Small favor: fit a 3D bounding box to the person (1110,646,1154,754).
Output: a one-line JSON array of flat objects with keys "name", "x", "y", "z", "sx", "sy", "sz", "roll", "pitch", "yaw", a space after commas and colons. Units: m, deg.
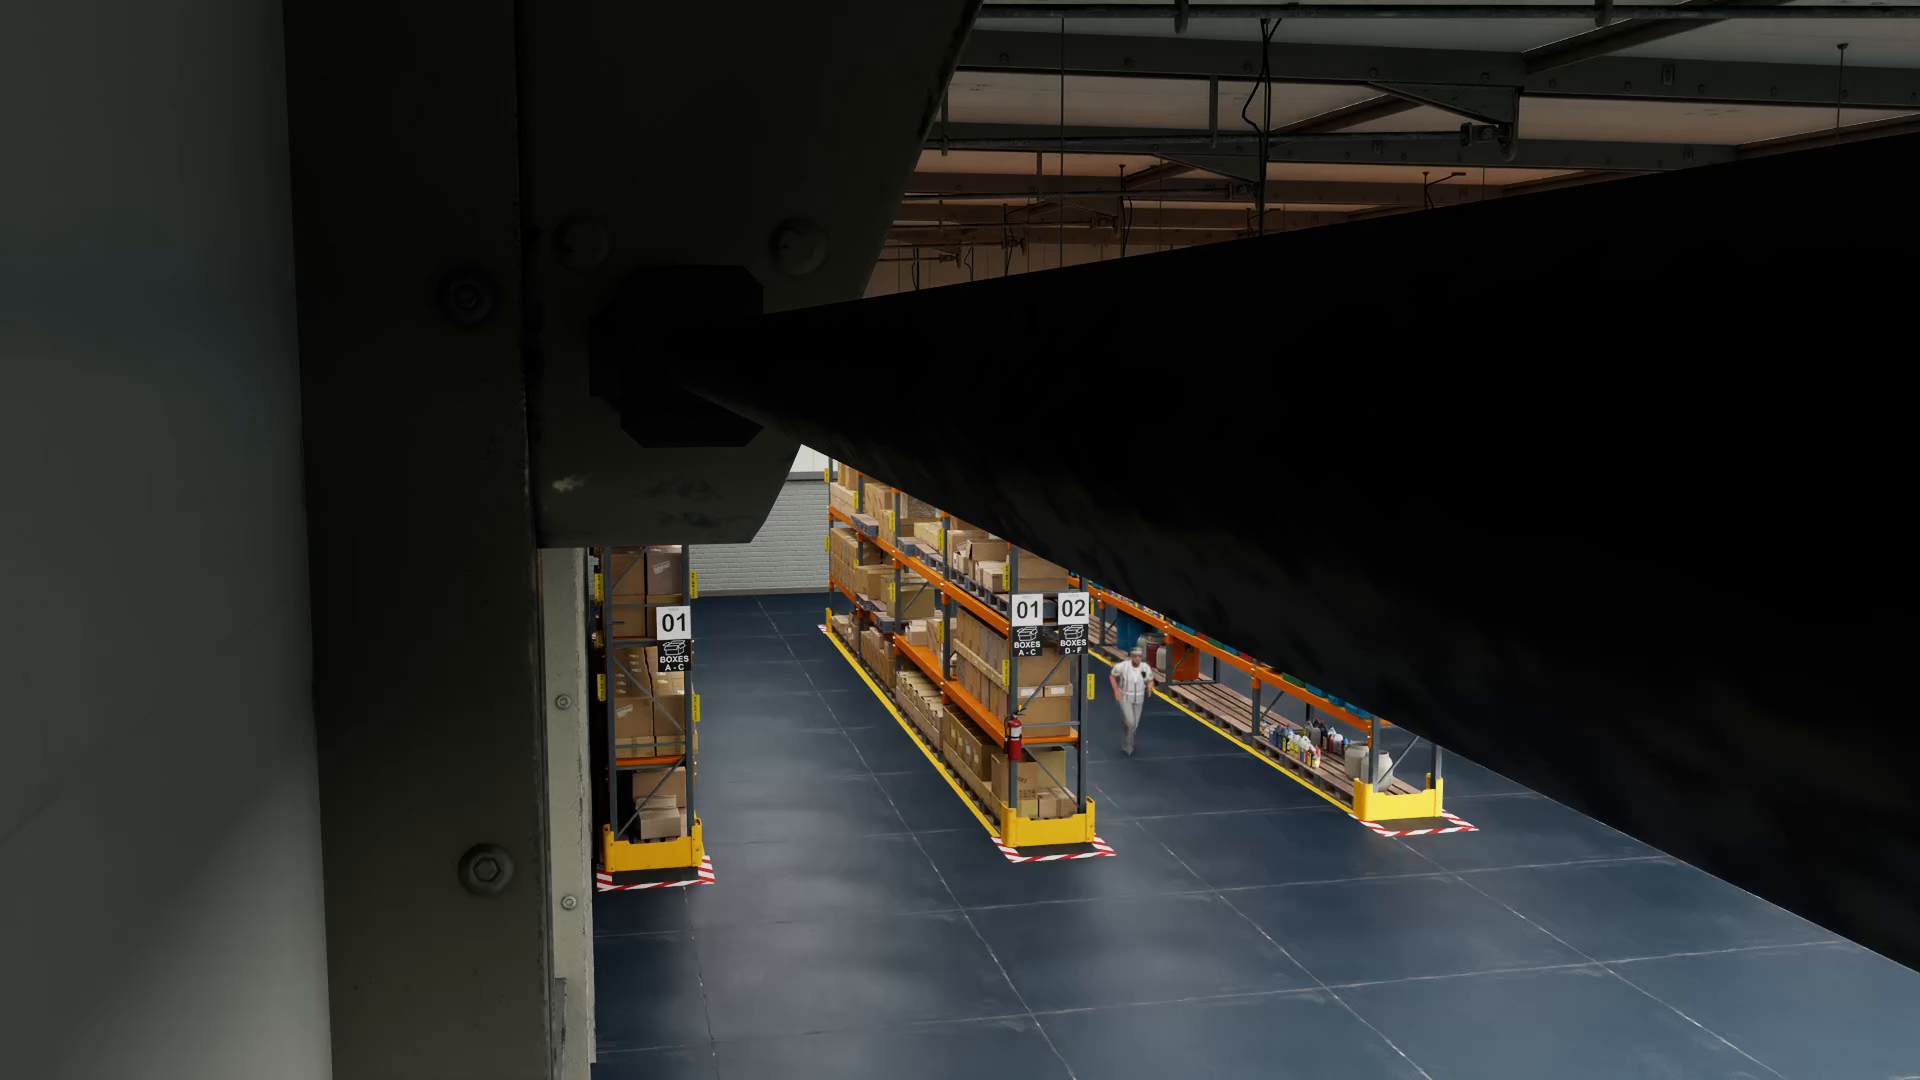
[{"name": "person", "x": 2.671, "y": 2.460, "z": 25.679, "sx": 0.648, "sy": 1.723, "sz": 0.811, "roll": -2, "pitch": 7, "yaw": -16}]
